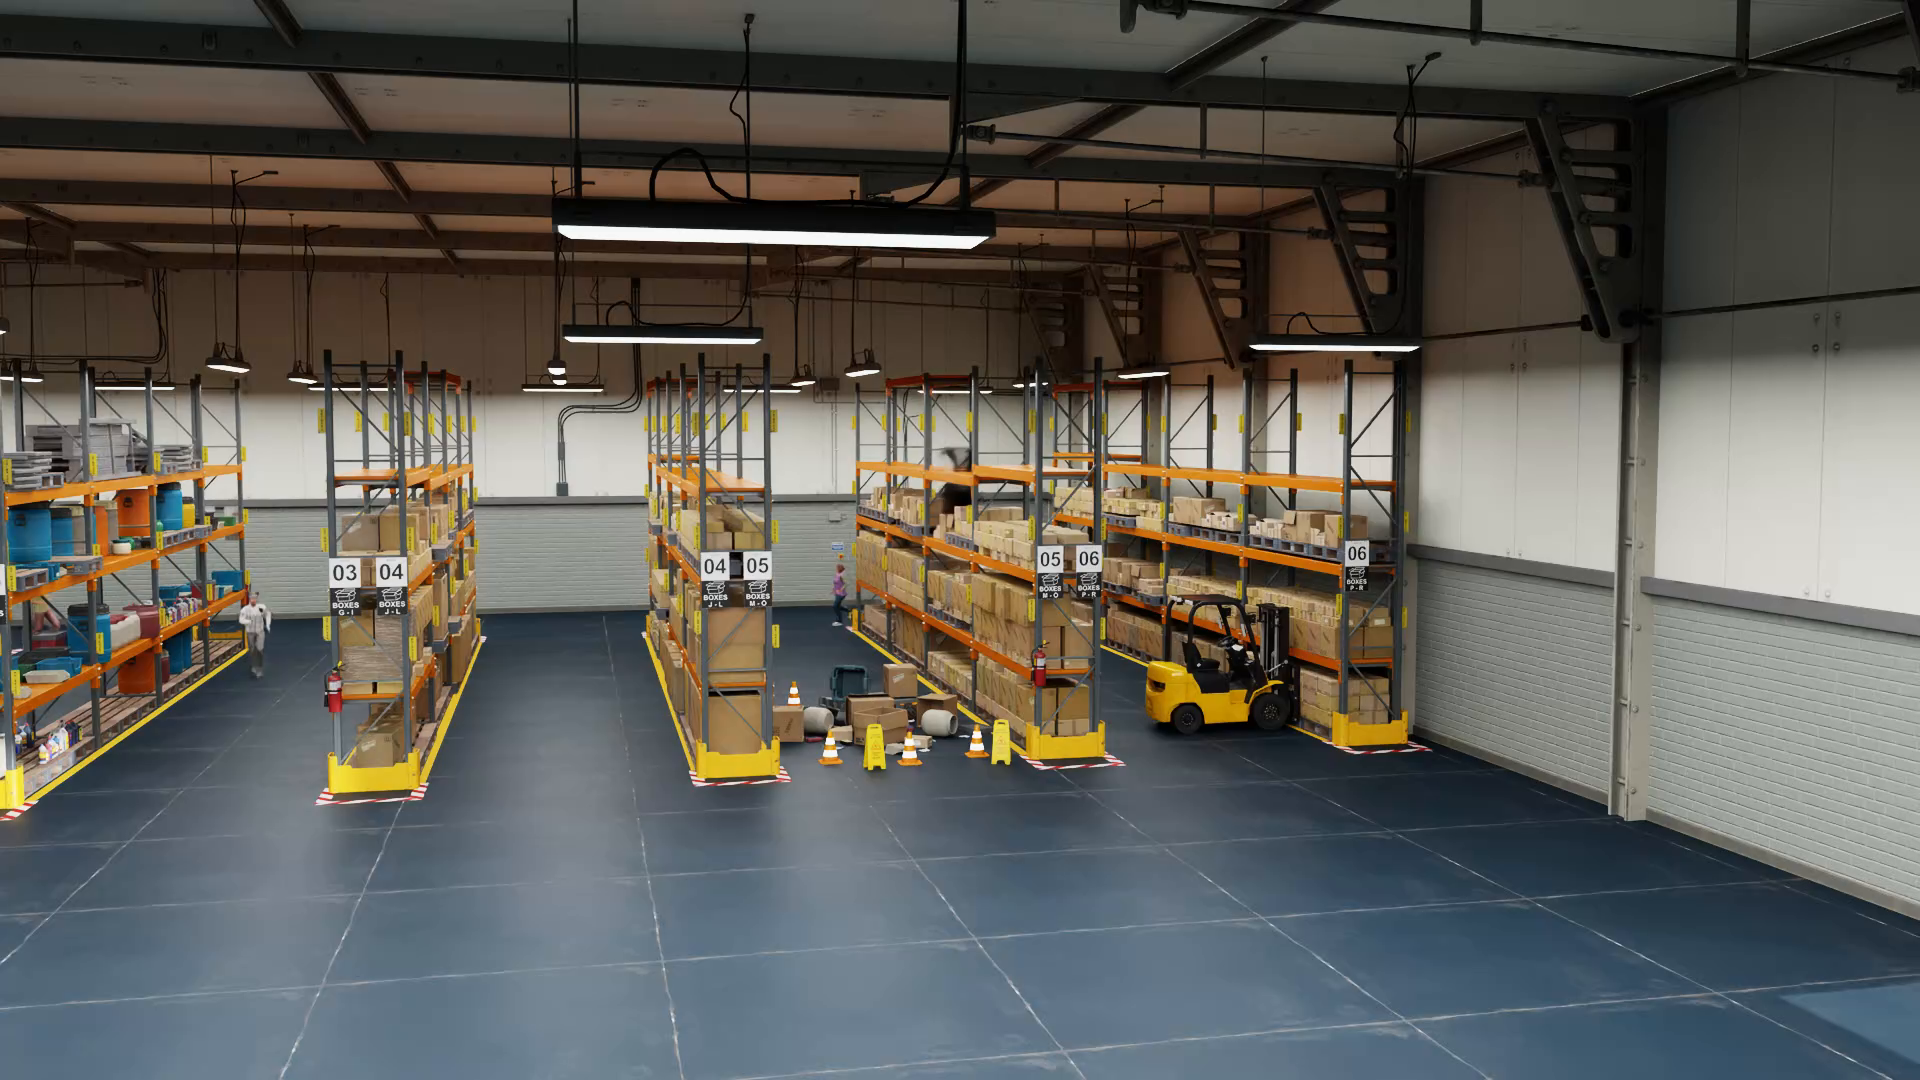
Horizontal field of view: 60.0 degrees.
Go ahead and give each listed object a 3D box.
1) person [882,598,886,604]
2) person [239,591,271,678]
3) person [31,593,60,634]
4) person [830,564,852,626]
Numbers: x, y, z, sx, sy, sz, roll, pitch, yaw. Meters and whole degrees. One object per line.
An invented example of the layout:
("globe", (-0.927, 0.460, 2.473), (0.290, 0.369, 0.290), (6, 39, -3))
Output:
("person", (-1.810, 1.048, 43.963), (0.913, 1.754, 0.675), (-3, 5, -33))
("person", (-13.984, 1.869, 32.987), (0.554, 1.737, 0.813), (-1, 4, -19))
("person", (-20.332, 1.611, 36.836), (0.873, 1.694, 0.570), (3, 5, 33))
("person", (-2.909, 1.355, 41.412), (0.585, 1.548, 0.546), (-1, 4, -20))
